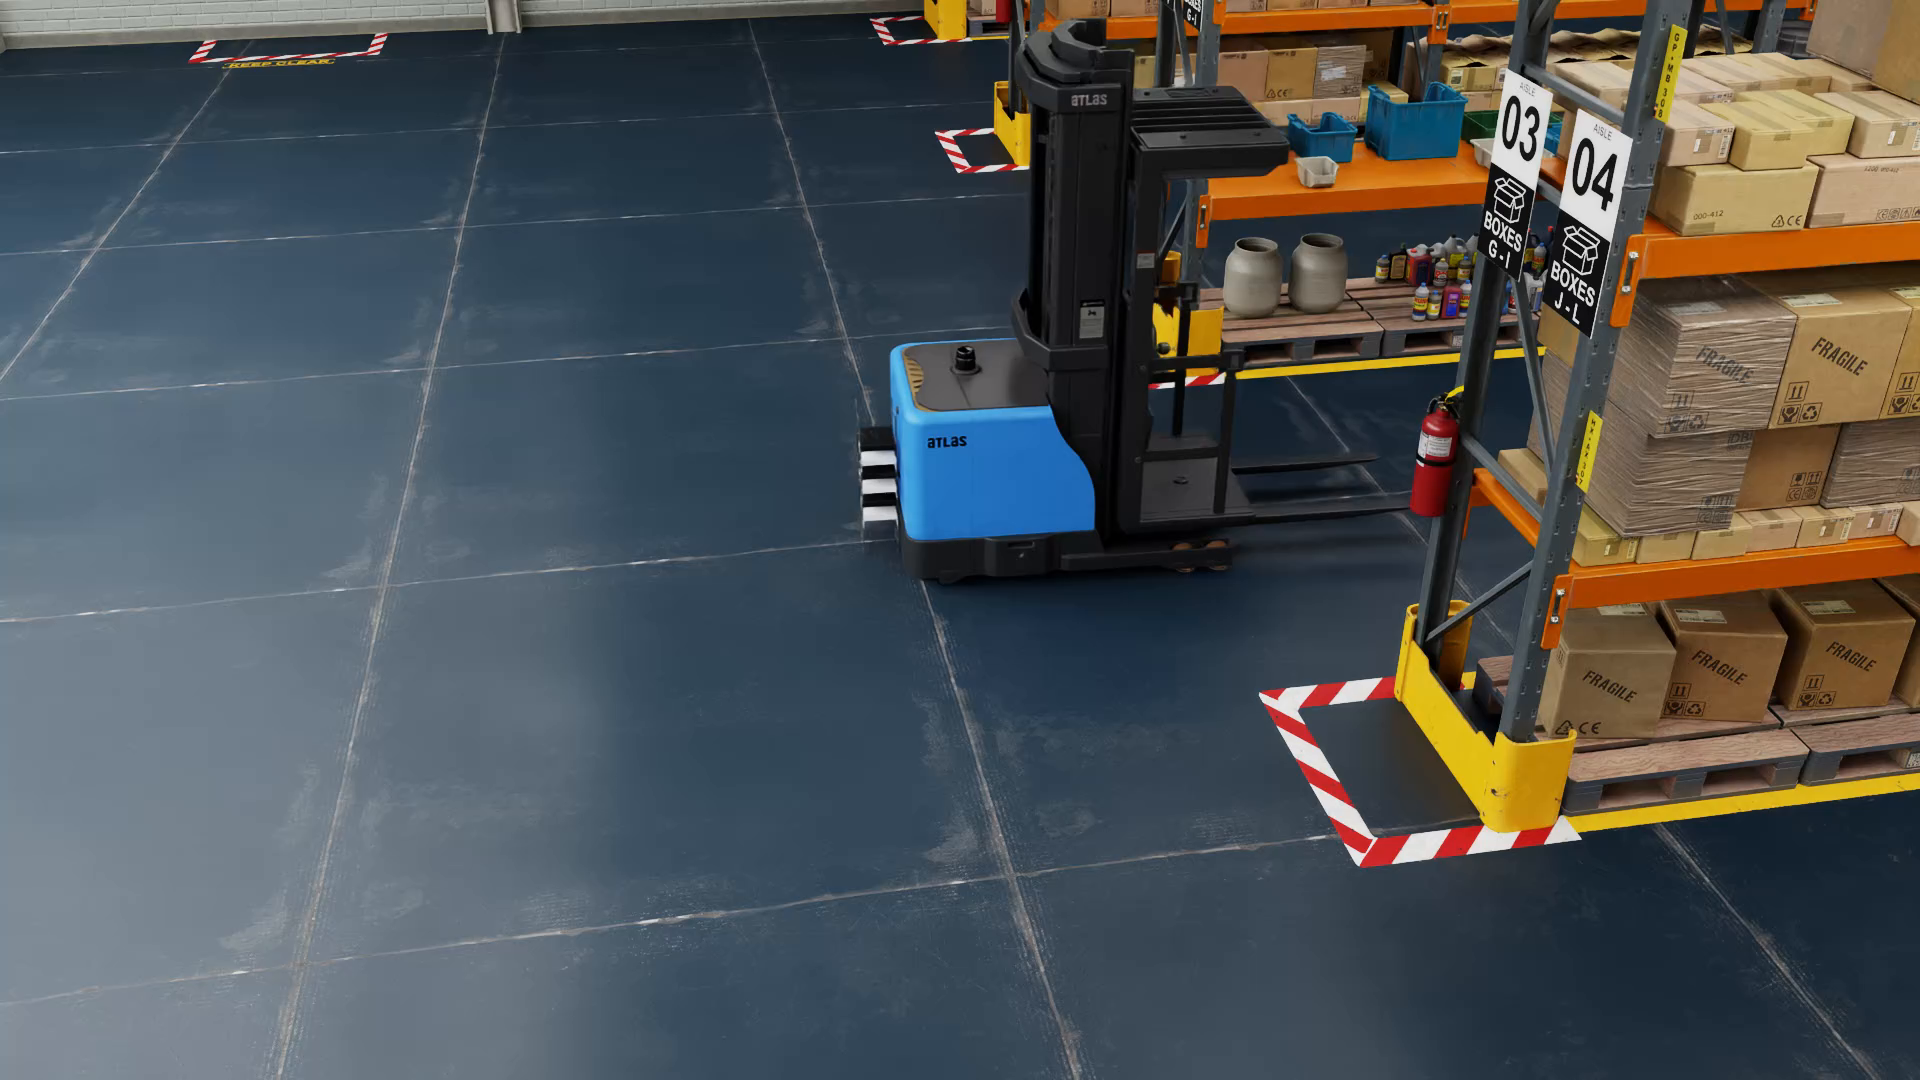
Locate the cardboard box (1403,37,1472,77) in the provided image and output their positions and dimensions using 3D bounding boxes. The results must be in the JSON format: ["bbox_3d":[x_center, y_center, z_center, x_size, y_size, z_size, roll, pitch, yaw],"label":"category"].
[{"bbox_3d":[4.916,-4.973,17.107,0.500,0.311,0.500,-5,31,-9],"label":"cardboard box"}]

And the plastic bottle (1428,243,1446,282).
[{"bbox_3d":[3.640,-2.144,12.804,0.135,0.276,0.152,-6,31,-10],"label":"plastic bottle"}]

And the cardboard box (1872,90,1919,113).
[{"bbox_3d":[3.746,-1.630,6.473,0.250,0.149,0.380,-5,31,-9],"label":"cardboard box"}]

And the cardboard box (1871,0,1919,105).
[{"bbox_3d":[3.924,-1.931,6.345,0.500,0.500,0.500,-5,31,-9],"label":"cardboard box"}]

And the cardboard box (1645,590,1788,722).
[{"bbox_3d":[3.614,0.526,8.063,0.500,0.500,0.500,2,31,4],"label":"cardboard box"}]

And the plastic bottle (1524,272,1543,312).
[{"bbox_3d":[4.209,-1.838,12.285,0.135,0.276,0.152,-5,31,-8],"label":"plastic bottle"}]

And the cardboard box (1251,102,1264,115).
[{"bbox_3d":[2.678,-4.260,16.448,0.500,0.250,0.500,-5,31,-9],"label":"cardboard box"}]

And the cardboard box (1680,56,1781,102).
[{"bbox_3d":[3.158,-1.877,6.892,0.250,0.149,0.380,-7,31,-11],"label":"cardboard box"}]

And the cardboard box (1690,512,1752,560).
[{"bbox_3d":[3.236,-0.078,7.286,0.250,0.149,0.380,-5,31,-9],"label":"cardboard box"}]

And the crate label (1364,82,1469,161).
[{"bbox_3d":[3.284,-3.038,12.037,0.616,0.435,0.502,-5,31,-9],"label":"crate label"}]

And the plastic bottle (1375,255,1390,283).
[{"bbox_3d":[3.250,-2.090,12.786,0.097,0.201,0.097,0,30,0],"label":"plastic bottle"}]

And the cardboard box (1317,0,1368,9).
[{"bbox_3d":[3.616,-5.503,16.166,0.500,0.500,0.700,-6,31,-9],"label":"cardboard box"}]

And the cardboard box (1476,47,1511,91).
[{"bbox_3d":[5.514,-4.749,16.727,0.500,0.311,0.500,-6,31,-10],"label":"cardboard box"}]

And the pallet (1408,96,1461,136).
[{"bbox_3d":[5.286,-4.440,17.207,1.213,0.211,1.003,-5,31,-9],"label":"pallet"}]

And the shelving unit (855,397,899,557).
[{"bbox_3d":[-0.475,-0.358,9.585,0.210,0.900,0.258,-4,31,-6],"label":"shelving unit"}]

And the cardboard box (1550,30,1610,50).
[{"bbox_3d":[6.412,-5.112,17.344,0.500,0.311,0.500,-6,31,-10],"label":"cardboard box"}]

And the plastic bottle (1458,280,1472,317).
[{"bbox_3d":[3.699,-1.775,12.182,0.097,0.271,0.097,0,30,0],"label":"plastic bottle"}]

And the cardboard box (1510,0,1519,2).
[{"bbox_3d":[5.477,-5.426,16.381,0.250,0.149,0.380,-5,31,-9],"label":"cardboard box"}]

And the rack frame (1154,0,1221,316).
[{"bbox_3d":[1.523,-2.720,11.531,0.127,3.000,1.000,-5,31,-9],"label":"rack frame"}]

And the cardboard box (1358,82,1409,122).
[{"bbox_3d":[4.152,-4.400,16.686,0.500,0.250,0.500,-5,31,-9],"label":"cardboard box"}]

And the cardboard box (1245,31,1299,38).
[{"bbox_3d":[3.073,-4.897,16.791,0.500,0.500,0.500,-5,31,-9],"label":"cardboard box"}]

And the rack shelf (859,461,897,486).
[{"bbox_3d":[-0.475,-0.407,9.557,0.200,0.077,0.258,-4,31,-6],"label":"rack shelf"}]

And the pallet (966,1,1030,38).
[{"bbox_3d":[0.619,-6.521,20.746,1.213,0.211,1.003,-5,31,-9],"label":"pallet"}]

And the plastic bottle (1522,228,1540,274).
[{"bbox_3d":[4.403,-2.249,12.909,0.185,0.351,0.144,-7,31,-11],"label":"plastic bottle"}]

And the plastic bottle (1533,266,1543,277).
[{"bbox_3d":[4.326,-1.903,12.388,0.133,0.283,0.061,-5,31,-9],"label":"plastic bottle"}]

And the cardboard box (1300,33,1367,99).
[{"bbox_3d":[3.658,-4.683,16.428,0.500,0.500,0.500,-5,31,-9],"label":"cardboard box"}]

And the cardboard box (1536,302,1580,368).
[{"bbox_3d":[2.911,-1.026,7.272,0.500,0.500,0.500,-5,31,-9],"label":"cardboard box"}]

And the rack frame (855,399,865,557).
[{"bbox_3d":[-0.576,-0.351,9.574,0.006,0.900,0.240,-4,31,-6],"label":"rack frame"}]

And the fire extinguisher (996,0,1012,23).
[{"bbox_3d":[0.434,-5.378,16.127,0.183,0.674,0.296,-5,31,-9],"label":"fire extinguisher"}]

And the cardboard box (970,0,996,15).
[{"bbox_3d":[0.435,-6.708,20.533,0.500,0.311,0.500,-9,32,-15],"label":"cardboard box"}]

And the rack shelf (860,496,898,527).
[{"bbox_3d":[-0.475,-0.174,9.693,0.200,0.077,0.258,-4,31,-6],"label":"rack shelf"}]

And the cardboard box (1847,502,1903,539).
[{"bbox_3d":[3.966,-0.167,7.437,0.250,0.149,0.380,-5,31,-9],"label":"cardboard box"}]

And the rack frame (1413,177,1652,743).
[{"bbox_3d":[2.415,-0.251,7.331,0.127,3.000,1.000,-5,31,-9],"label":"rack frame"}]

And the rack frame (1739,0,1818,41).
[{"bbox_3d":[8.503,-5.920,16.974,0.127,3.000,1.000,-5,31,-9],"label":"rack frame"}]

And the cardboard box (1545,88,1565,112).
[{"bbox_3d":[6.022,-4.559,16.957,0.500,0.250,0.500,-6,31,-10],"label":"cardboard box"}]

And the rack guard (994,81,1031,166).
[{"bbox_3d":[0.611,-4.110,16.362,0.348,0.500,1.175,-5,31,-9],"label":"rack guard"}]

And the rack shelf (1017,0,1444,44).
[{"bbox_3d":[2.602,-5.063,16.225,4.000,0.370,1.077,-5,31,-9],"label":"rack shelf"}]

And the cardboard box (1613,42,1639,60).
[{"bbox_3d":[7.025,-4.892,16.970,0.500,0.311,0.500,-5,31,-9],"label":"cardboard box"}]

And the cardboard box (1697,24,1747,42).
[{"bbox_3d":[7.935,-5.257,17.590,0.500,0.311,0.500,-4,31,-7],"label":"cardboard box"}]

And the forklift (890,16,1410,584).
[{"bbox_3d":[1.137,-1.340,9.251,3.031,2.935,1.130,-4,31,-6],"label":"forklift"}]

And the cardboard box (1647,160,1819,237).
[{"bbox_3d":[2.935,-1.394,6.465,0.500,0.250,0.500,-4,31,-7],"label":"cardboard box"}]

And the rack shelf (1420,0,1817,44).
[{"bbox_3d":[6.536,-5.428,16.846,4.000,0.370,1.077,-5,31,-9],"label":"rack shelf"}]

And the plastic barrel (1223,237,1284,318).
[{"bbox_3d":[2.156,-1.927,12.222,0.421,0.512,0.421,0,30,0],"label":"plastic barrel"}]

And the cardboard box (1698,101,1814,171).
[{"bbox_3d":[3.000,-1.536,6.313,0.250,0.149,0.380,-5,31,-8],"label":"cardboard box"}]

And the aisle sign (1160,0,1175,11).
[{"bbox_3d":[1.398,-3.982,11.113,0.004,0.787,0.394,-5,31,-9],"label":"aisle sign"}]

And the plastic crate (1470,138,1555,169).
[{"bbox_3d":[3.906,-2.697,11.752,0.437,0.136,0.530,-5,31,-9],"label":"plastic crate"}]

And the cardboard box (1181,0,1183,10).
[{"bbox_3d":[2.101,-5.362,15.926,0.500,0.500,0.700,-5,31,-9],"label":"cardboard box"}]

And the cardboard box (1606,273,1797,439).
[{"bbox_3d":[3.005,-0.767,6.832,0.500,0.500,0.500,-5,31,-9],"label":"cardboard box"}]

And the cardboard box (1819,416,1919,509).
[{"bbox_3d":[3.931,-0.588,7.513,0.500,0.500,0.875,-5,31,-9],"label":"cardboard box"}]

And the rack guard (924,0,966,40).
[{"bbox_3d":[-0.187,-6.589,20.577,0.348,0.500,1.175,-5,31,-9],"label":"rack guard"}]

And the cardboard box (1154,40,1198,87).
[{"bbox_3d":[2.183,-4.546,16.195,0.500,0.500,0.500,-5,31,-9],"label":"cardboard box"}]

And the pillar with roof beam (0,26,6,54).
[{"bbox_3d":[-10.757,-7.499,13.740,0.400,9.000,9.100,-5,31,-9],"label":"pillar with roof beam"}]

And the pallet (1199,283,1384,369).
[{"bbox_3d":[2.389,-1.620,12.411,1.213,0.211,1.003,-5,31,-9],"label":"pallet"}]

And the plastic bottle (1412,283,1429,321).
[{"bbox_3d":[3.362,-1.744,12.128,0.097,0.271,0.097,0,30,0],"label":"plastic bottle"}]

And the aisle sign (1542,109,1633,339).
[{"bbox_3d":[2.408,-1.216,6.408,0.004,0.787,0.394,-5,31,-9],"label":"aisle sign"}]

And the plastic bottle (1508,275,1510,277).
[{"bbox_3d":[4.265,-2.183,12.875,0.097,0.271,0.097,0,30,0],"label":"plastic bottle"}]
